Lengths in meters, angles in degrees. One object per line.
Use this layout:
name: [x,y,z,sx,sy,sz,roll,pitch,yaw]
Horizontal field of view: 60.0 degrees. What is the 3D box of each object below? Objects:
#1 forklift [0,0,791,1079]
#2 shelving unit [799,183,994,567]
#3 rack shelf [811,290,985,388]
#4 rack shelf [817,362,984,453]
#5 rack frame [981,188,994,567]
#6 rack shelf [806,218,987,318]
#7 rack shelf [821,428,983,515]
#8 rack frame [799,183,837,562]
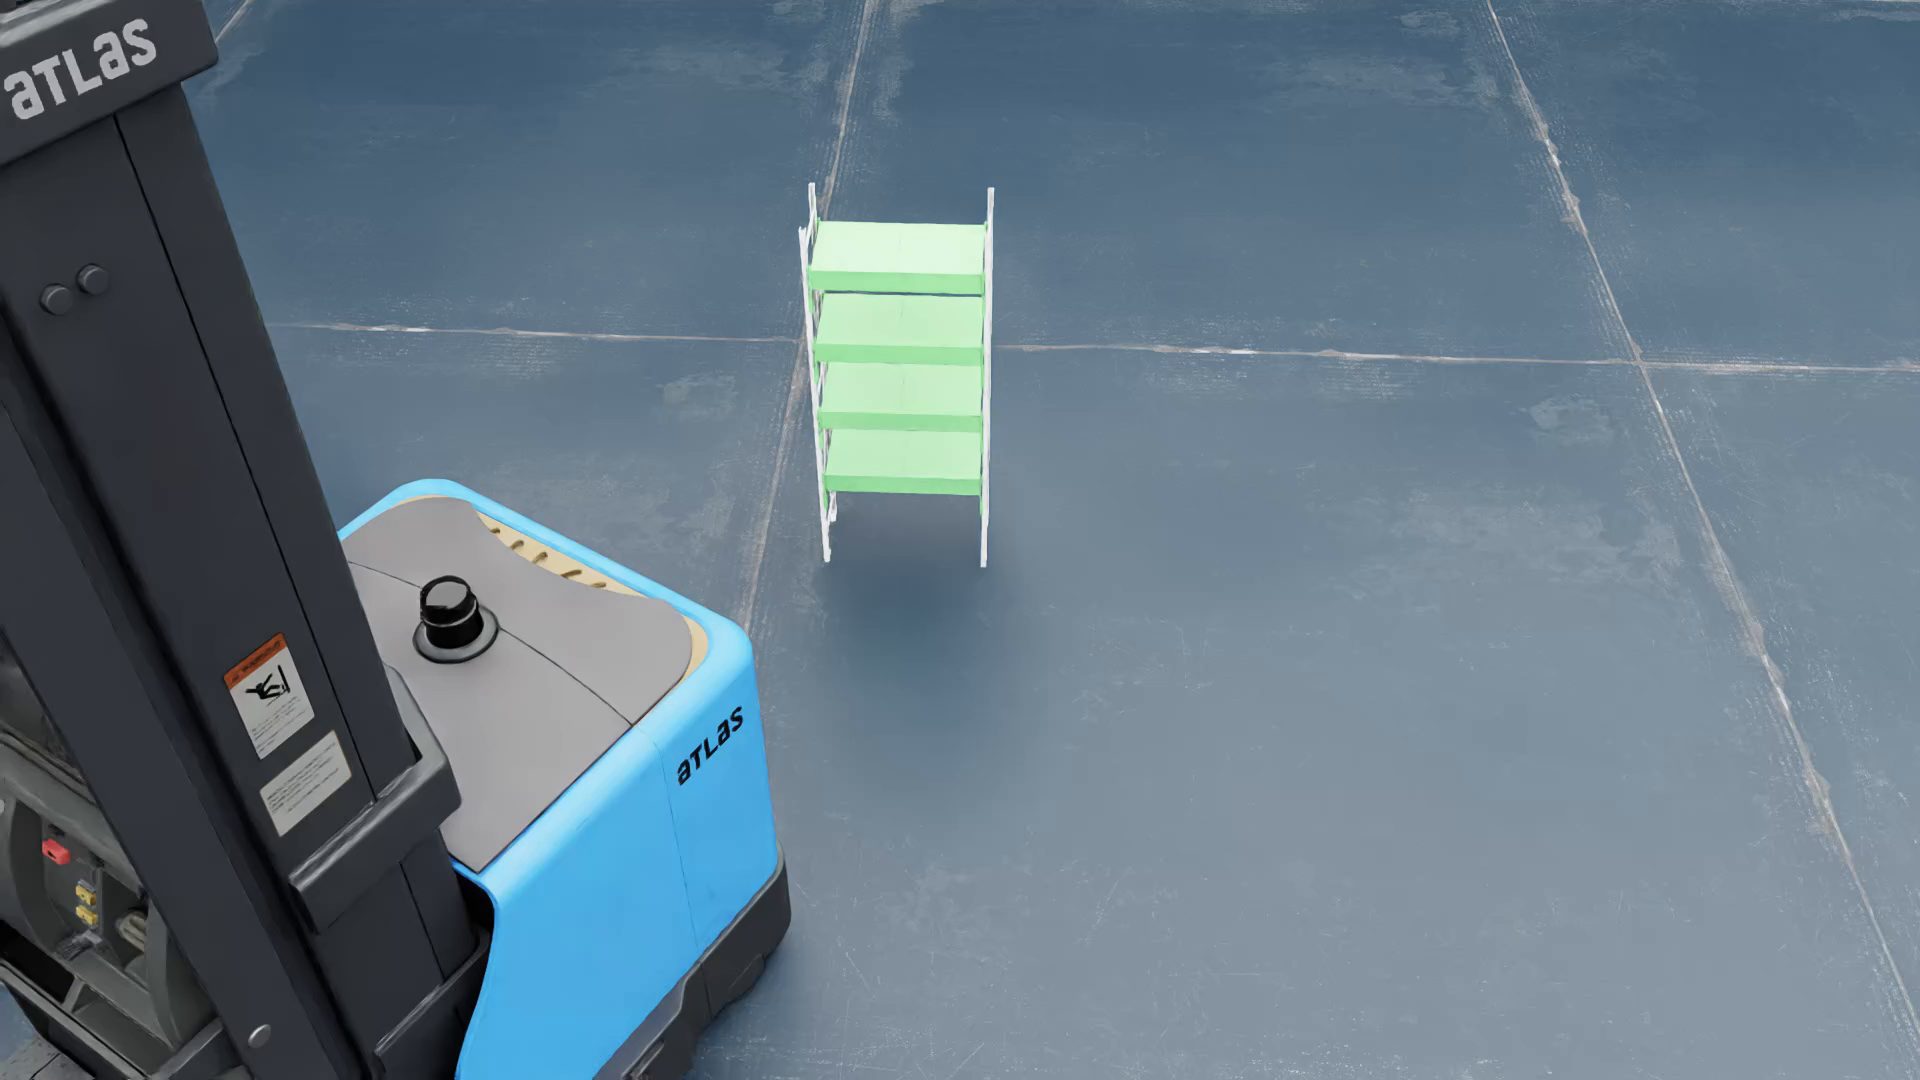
forklift: [-1.646,0.567,2.492,1.130,2.935,3.031,24,48,24]
shelving unit: [-0.165,-0.444,4.846,0.503,1.200,0.258,2,43,2]
rack shelf: [-0.165,-0.573,4.726,0.480,0.148,0.258,2,43,2]
rack shelf: [-0.165,-0.397,4.890,0.480,0.148,0.258,2,43,2]
rack frame: [0.078,-0.437,4.838,0.015,1.200,0.240,2,43,2]
rack shelf: [-0.165,-0.749,4.563,0.480,0.148,0.258,2,43,2]
rack shelf: [-0.165,-0.222,5.054,0.480,0.148,0.258,2,43,2]
rack frame: [-0.409,-0.452,4.855,0.015,1.200,0.240,2,43,2]
